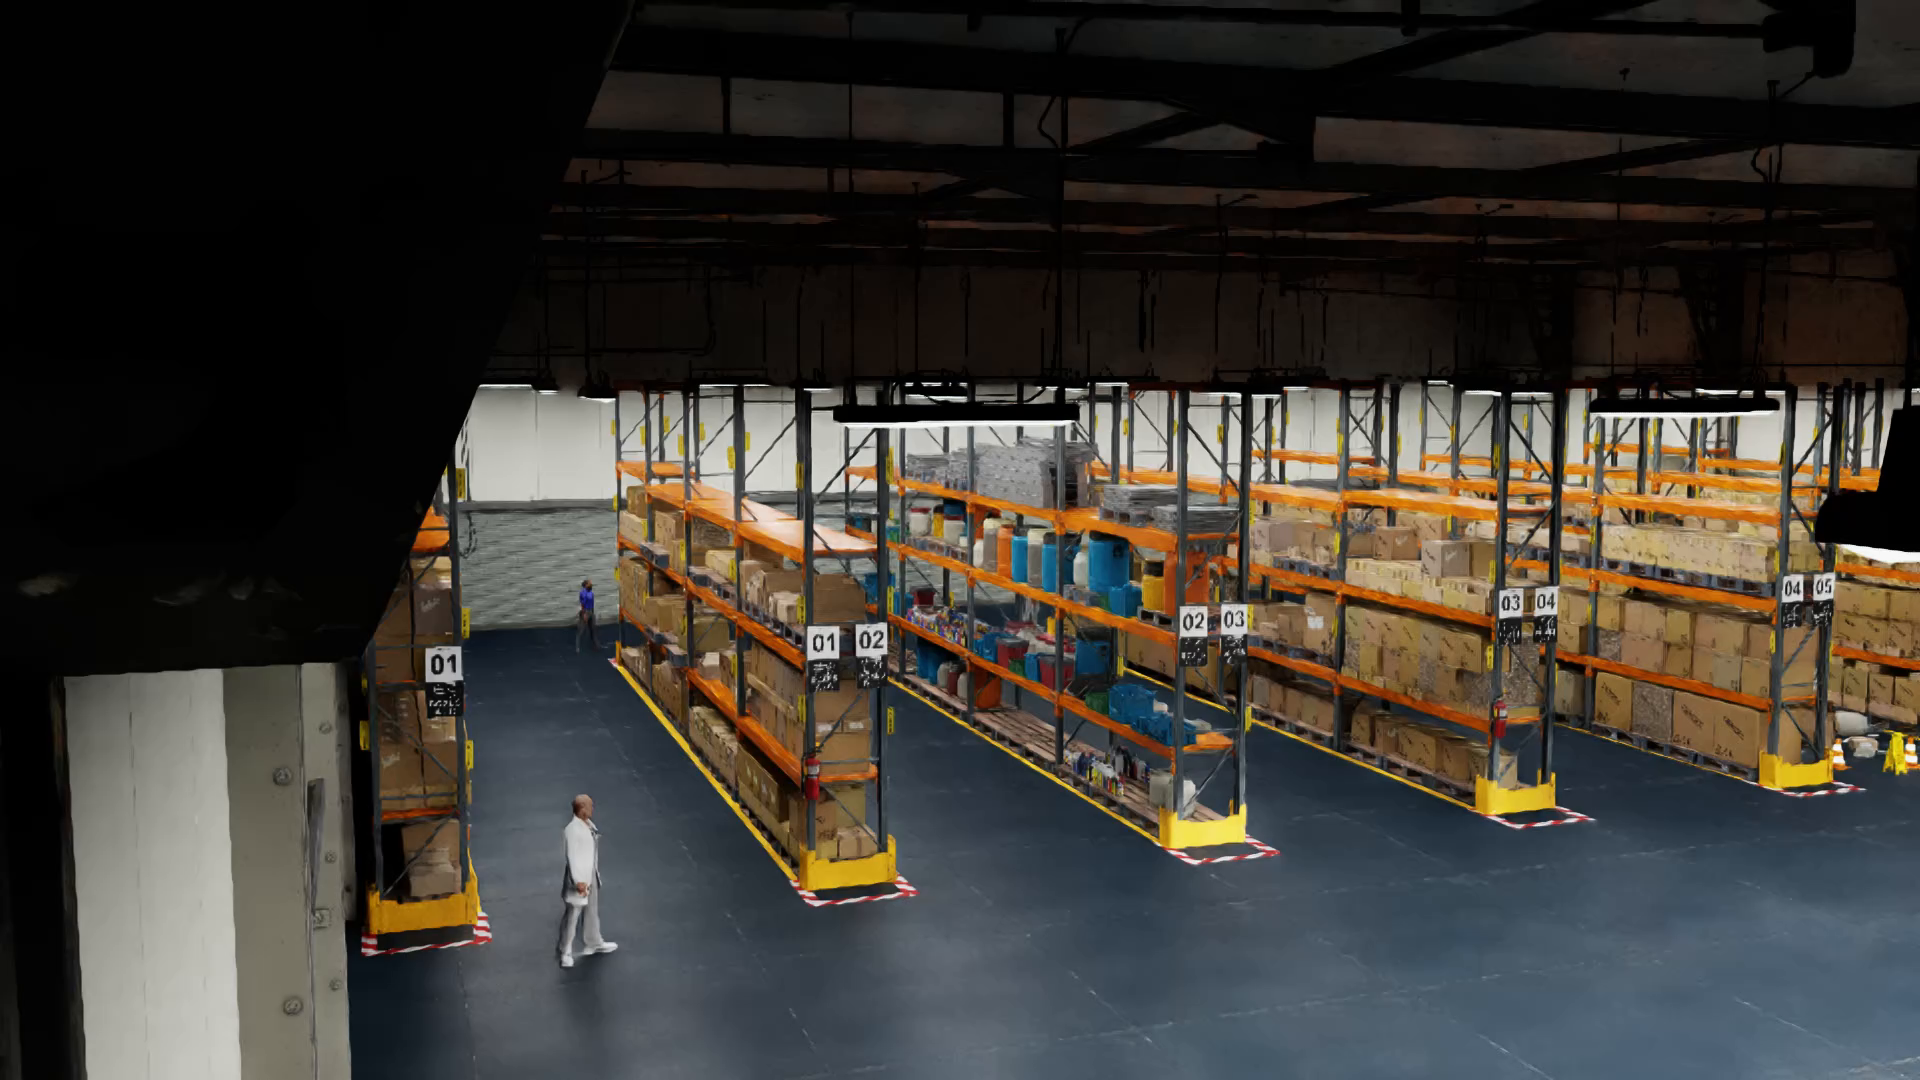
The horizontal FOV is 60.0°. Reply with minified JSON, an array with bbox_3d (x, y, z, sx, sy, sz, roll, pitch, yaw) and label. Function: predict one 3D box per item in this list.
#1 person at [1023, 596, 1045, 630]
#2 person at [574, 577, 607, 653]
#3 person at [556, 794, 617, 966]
[{"bbox_3d":[1.732,1.284,39.423,0.462,1.765,0.649,2,6,19],"label":"person"},{"bbox_3d":[-8.199,1.637,36.566,0.555,1.647,0.606,2,6,17],"label":"person"},{"bbox_3d":[-4.013,3.577,17.637,0.527,1.780,0.677,1,6,9],"label":"person"}]
